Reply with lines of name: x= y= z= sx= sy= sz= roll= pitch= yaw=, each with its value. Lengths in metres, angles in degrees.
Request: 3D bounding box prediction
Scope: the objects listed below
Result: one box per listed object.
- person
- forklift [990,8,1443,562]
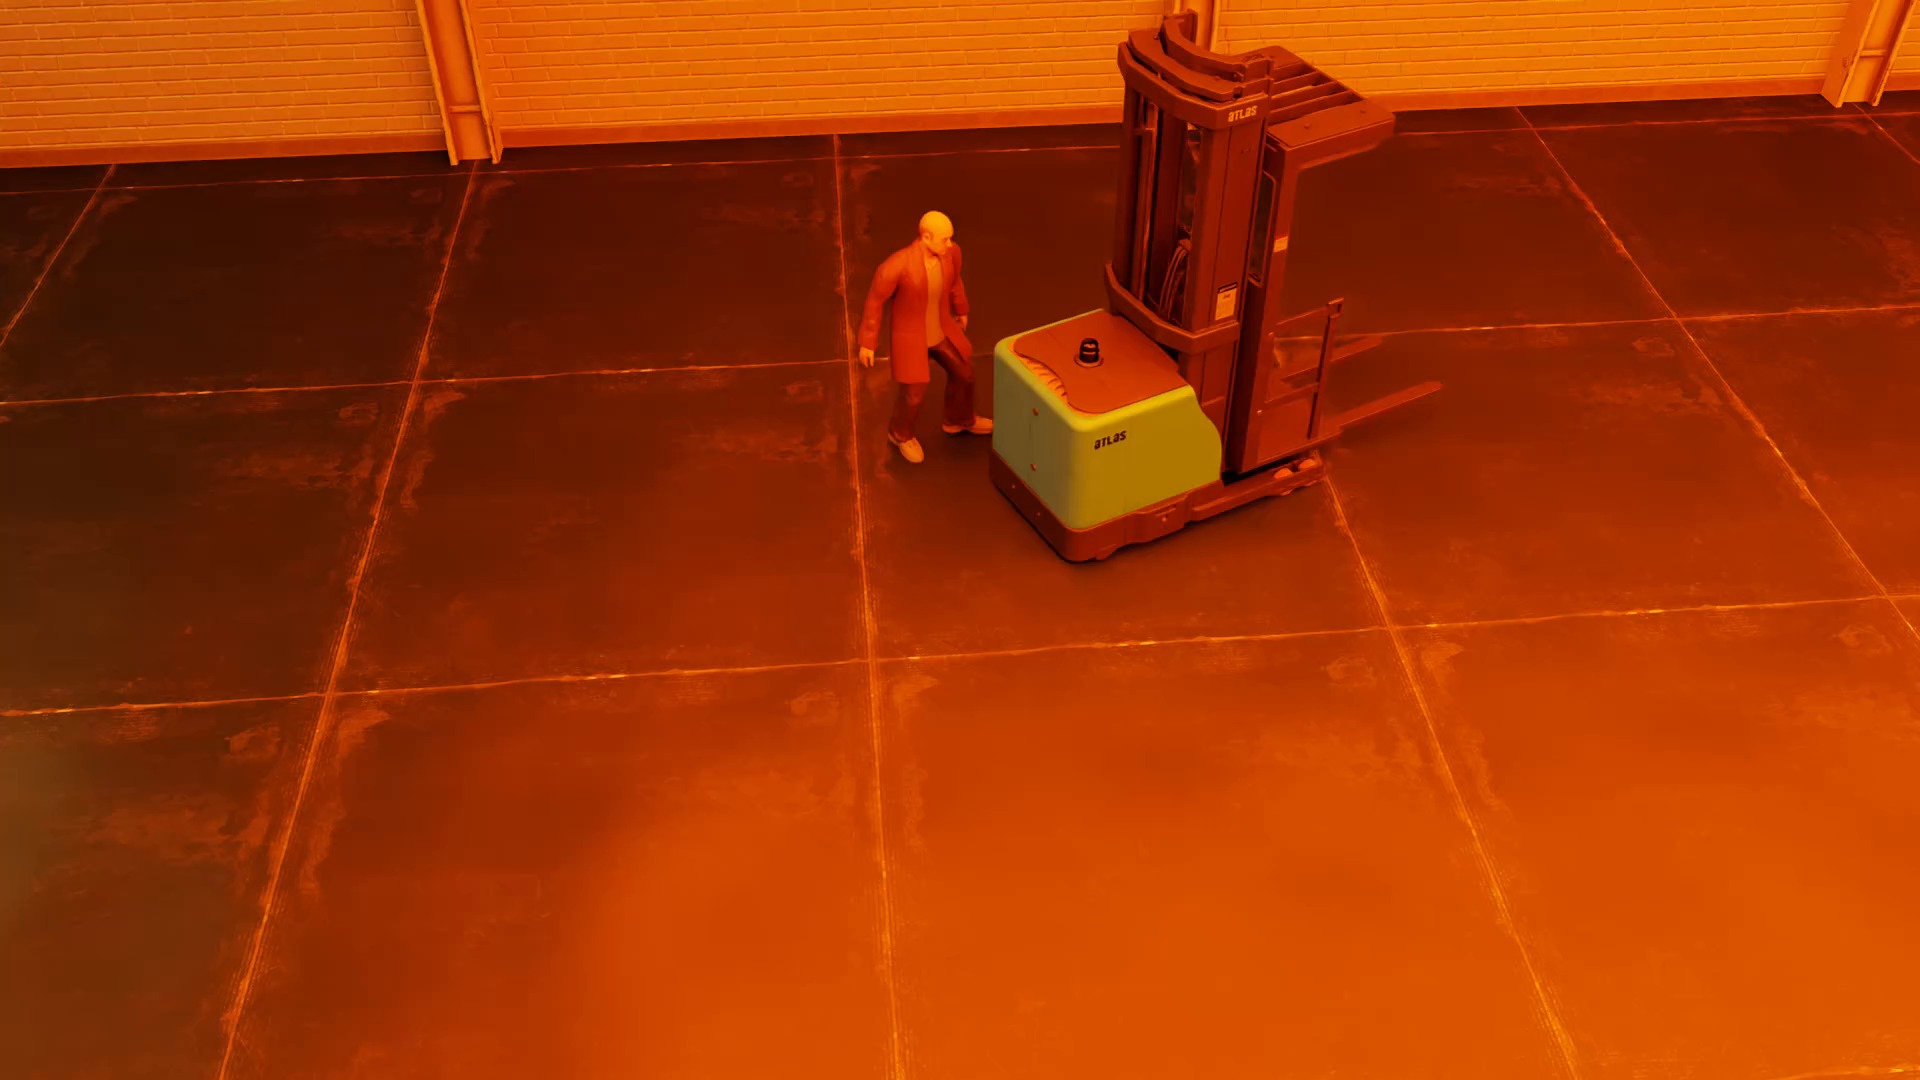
person: x=-0.210 y=-1.294 z=10.376 sx=0.917 sy=1.749 sz=0.451 roll=-27 pitch=47 yaw=-28
forklift: x=1.728 y=-1.679 z=9.902 sx=3.031 sy=2.935 sz=1.130 roll=-20 pitch=44 yaw=-22
